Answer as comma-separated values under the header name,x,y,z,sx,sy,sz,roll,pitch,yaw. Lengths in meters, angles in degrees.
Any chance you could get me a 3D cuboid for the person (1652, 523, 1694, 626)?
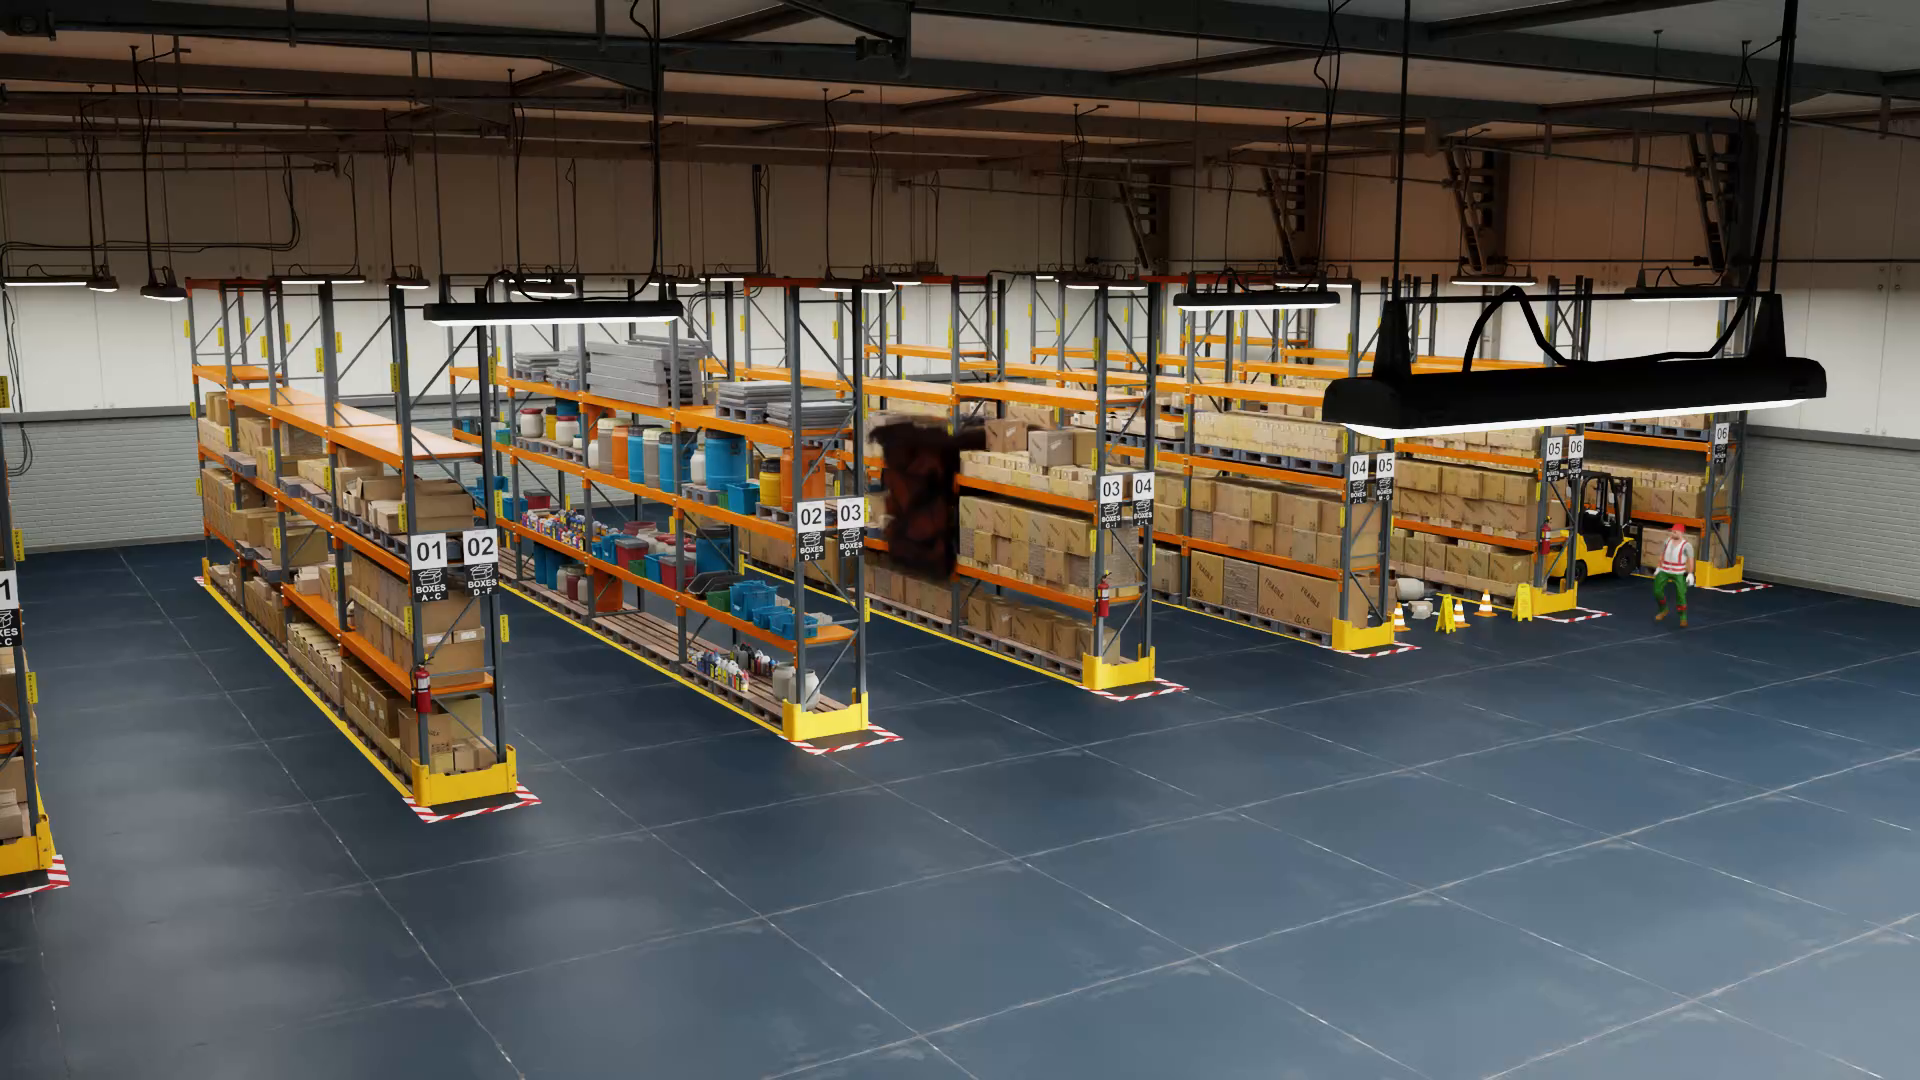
name,x,y,z,sx,sy,sz,roll,pitch,yaw
person,12.480,0.584,29.051,0.668,1.788,0.432,6,11,33
